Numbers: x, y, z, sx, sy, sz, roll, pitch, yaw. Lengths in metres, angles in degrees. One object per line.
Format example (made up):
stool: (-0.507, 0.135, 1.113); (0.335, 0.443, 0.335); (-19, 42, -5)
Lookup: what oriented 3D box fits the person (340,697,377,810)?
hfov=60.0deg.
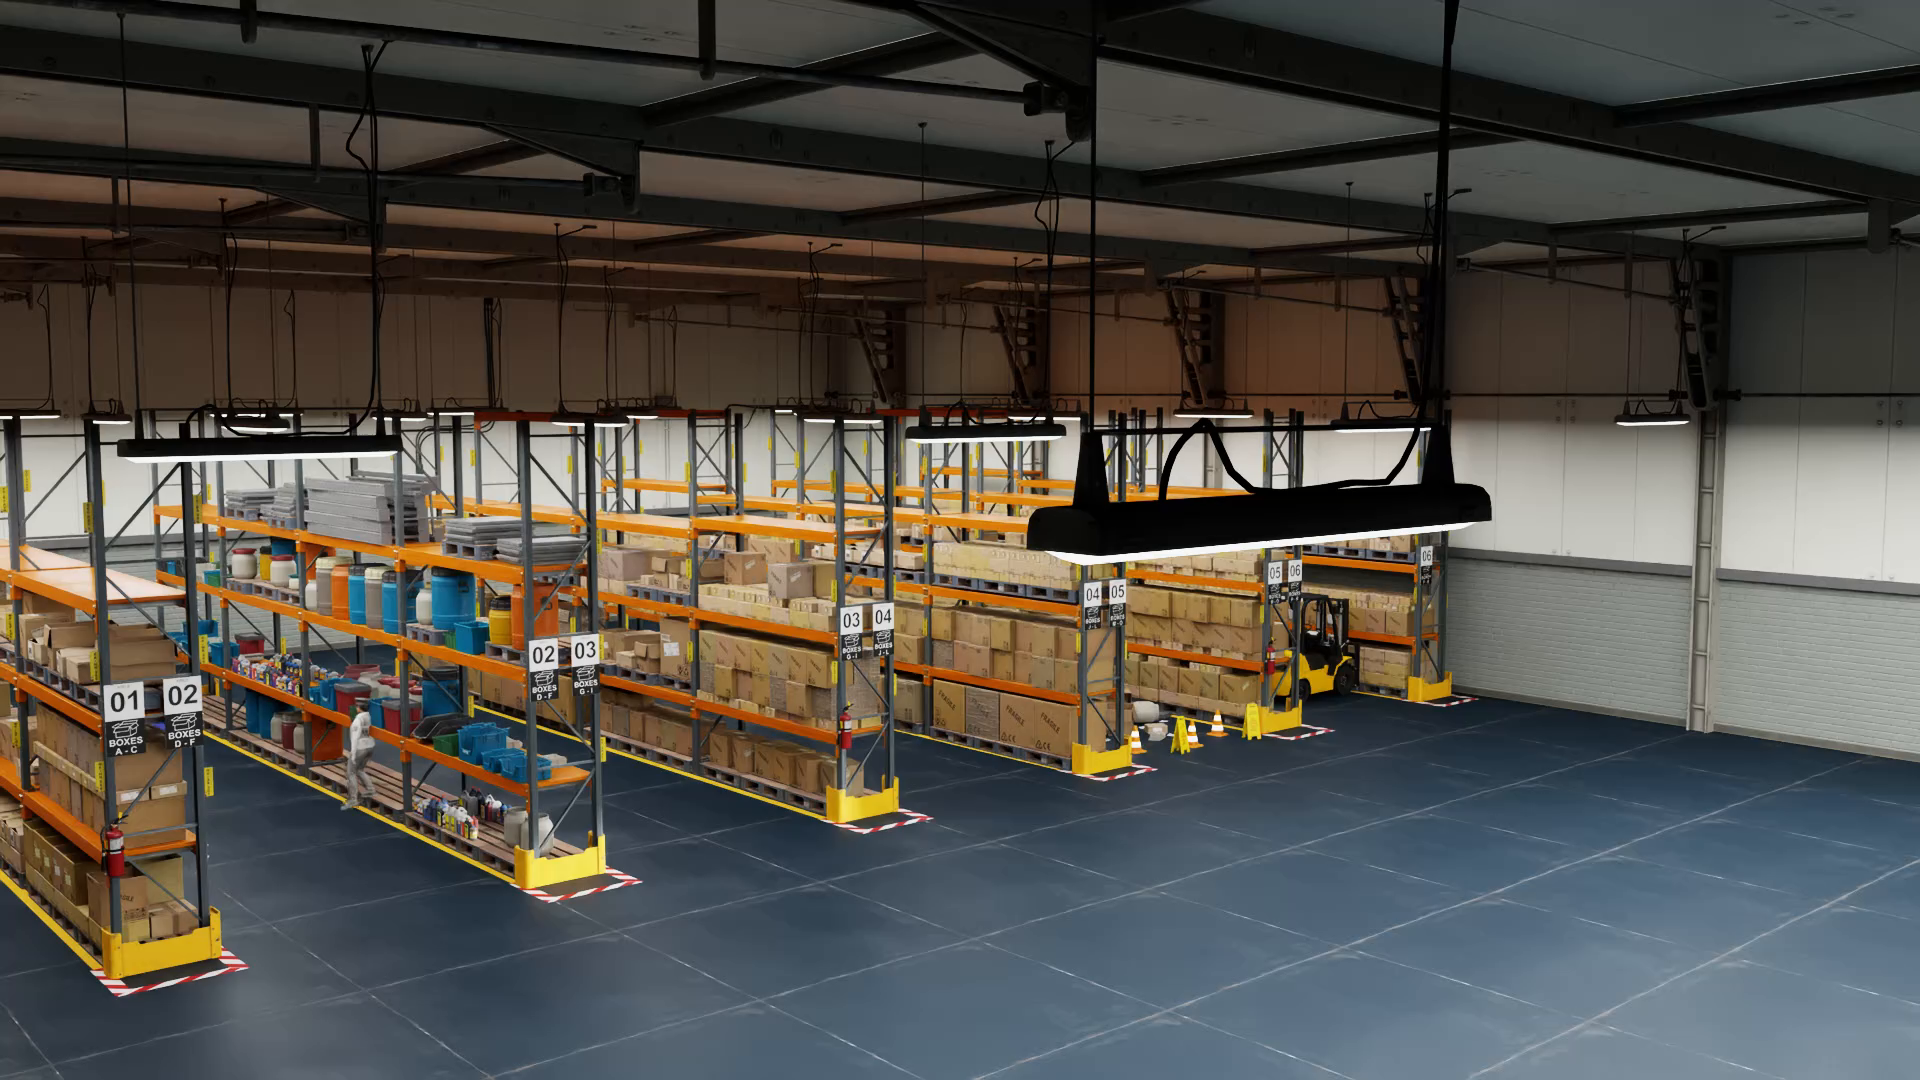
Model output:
person: (-9.104, 3.241, 25.312); (0.452, 1.691, 0.561); (2, 5, 22)

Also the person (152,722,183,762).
person: (-12.076, 3.284, 25.293); (0.961, 1.607, 0.501); (3, 6, 27)
